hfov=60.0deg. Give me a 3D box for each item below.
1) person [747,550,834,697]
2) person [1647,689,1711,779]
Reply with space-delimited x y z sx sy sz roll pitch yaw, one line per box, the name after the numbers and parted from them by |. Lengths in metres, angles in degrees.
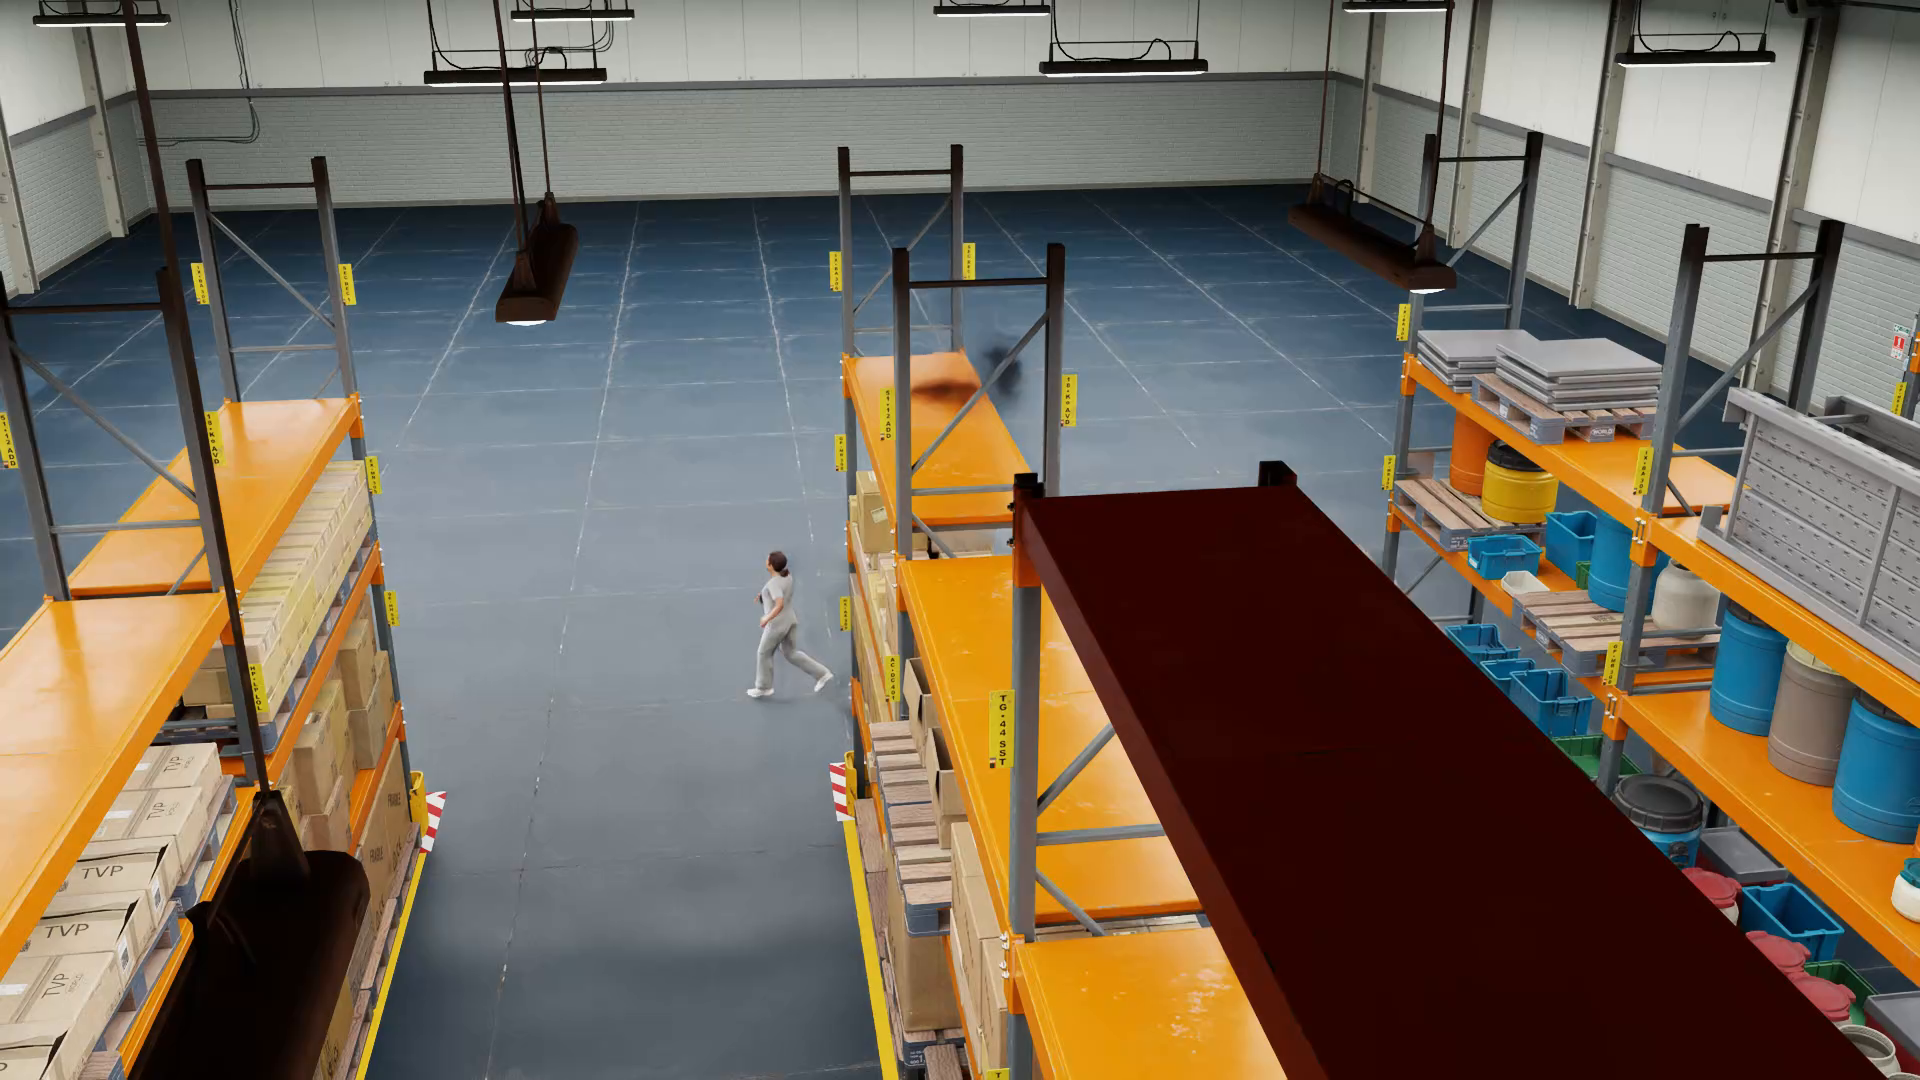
-1.801 0.907 17.103 0.950 1.675 0.577 9 23 21 | person
6.359 1.779 14.846 0.631 1.798 0.768 -7 23 -18 | person
